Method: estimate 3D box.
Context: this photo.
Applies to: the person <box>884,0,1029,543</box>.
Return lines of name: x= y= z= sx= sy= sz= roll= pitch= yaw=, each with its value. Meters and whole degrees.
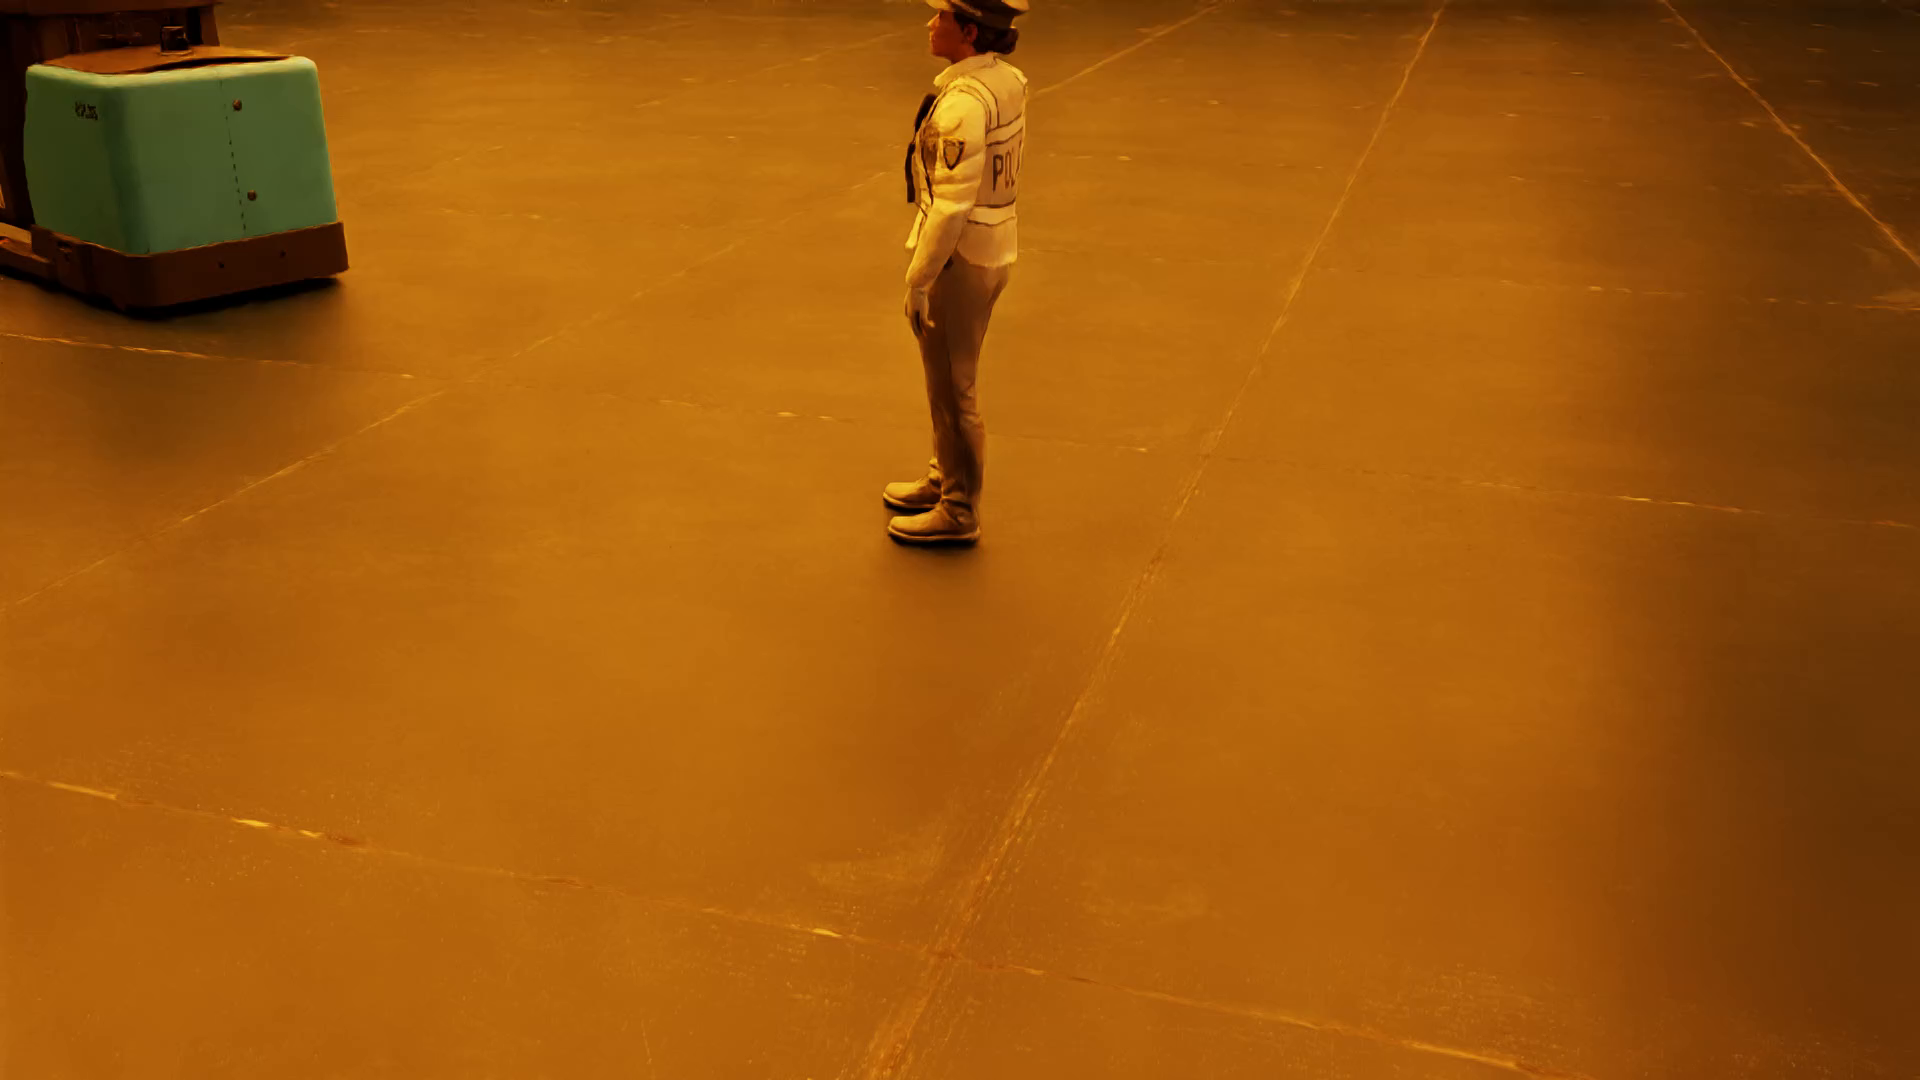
person: x=-0.062 y=-0.800 z=4.819 sx=0.532 sy=1.695 sz=0.586 roll=7 pitch=23 yaw=16

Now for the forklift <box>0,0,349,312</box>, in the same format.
forklift: x=-4.440 y=-2.841 z=8.162 sx=3.031 sy=2.935 sz=1.130 roll=18 pitch=29 yaw=37
